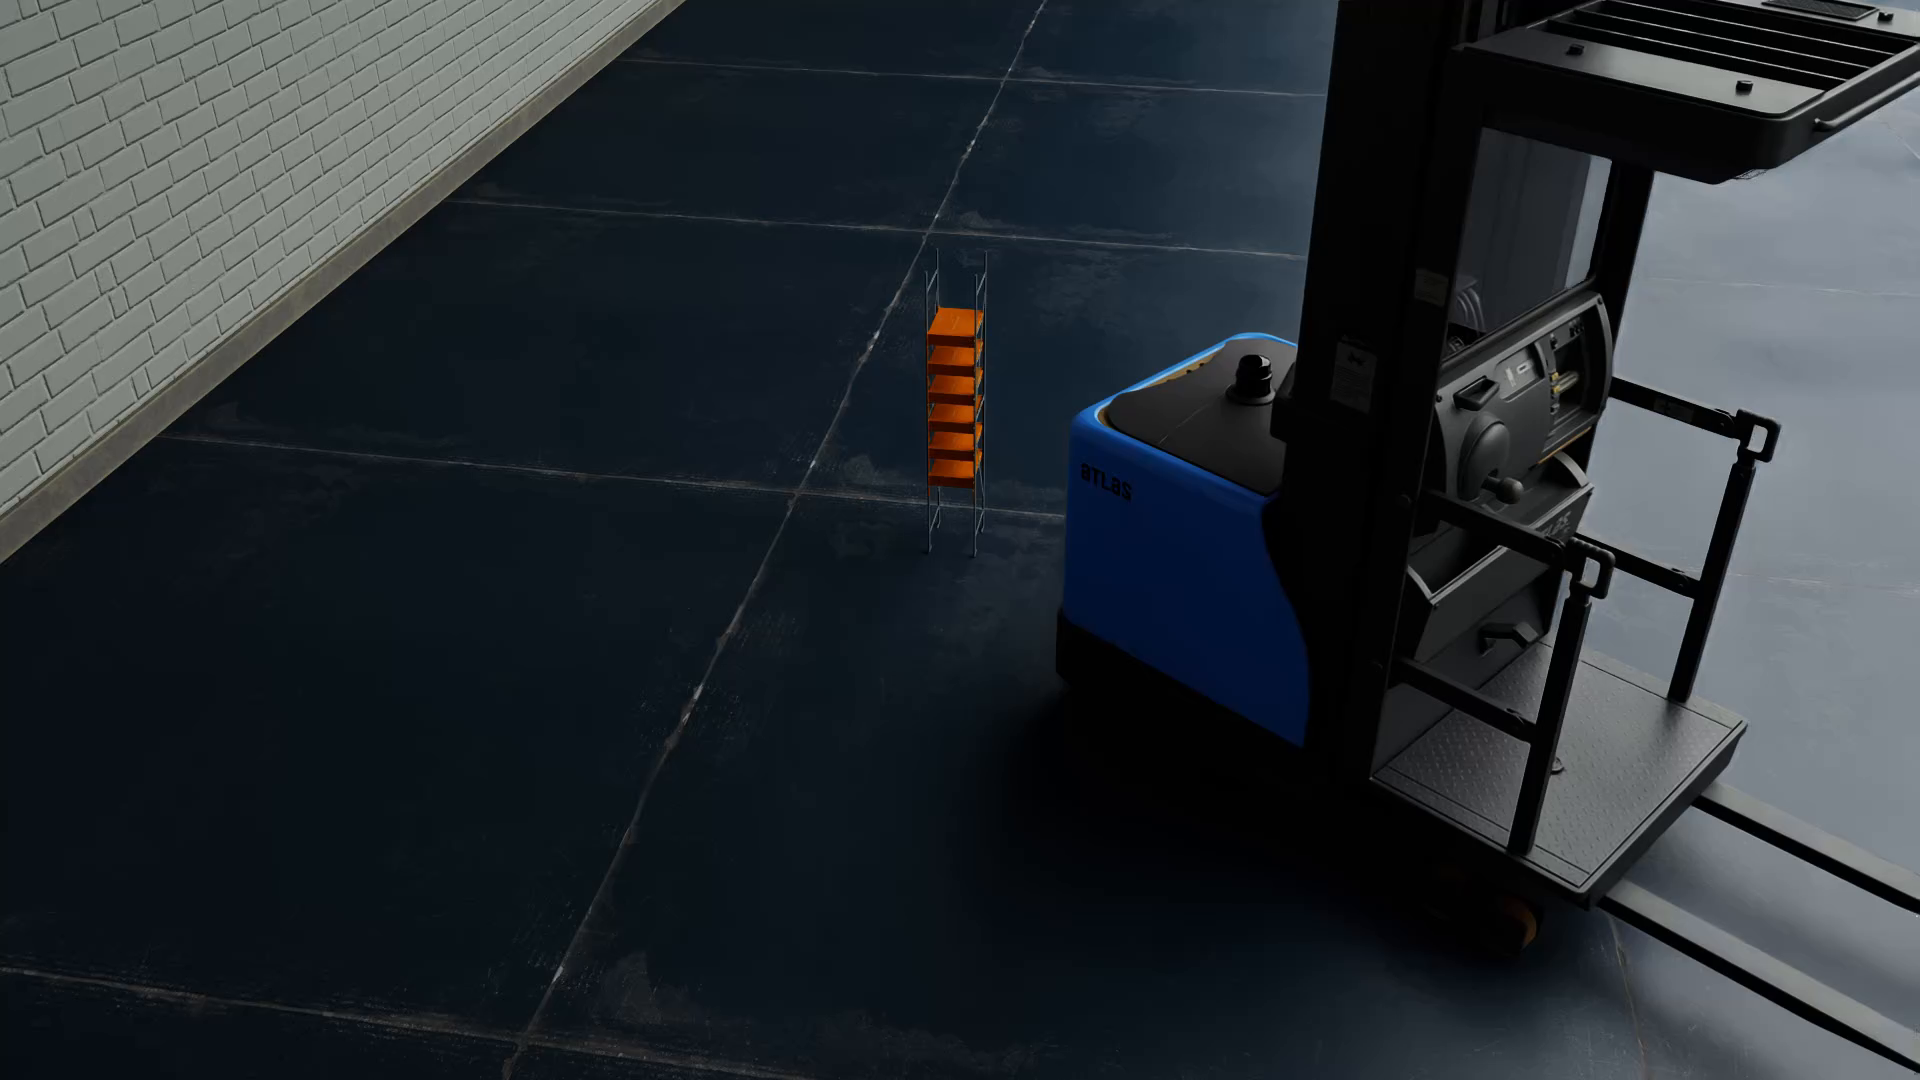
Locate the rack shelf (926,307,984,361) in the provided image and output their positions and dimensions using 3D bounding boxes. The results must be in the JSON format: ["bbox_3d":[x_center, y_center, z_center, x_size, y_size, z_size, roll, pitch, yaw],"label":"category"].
[{"bbox_3d":[-0.014,-0.777,6.239,0.180,0.103,0.258,5,32,8],"label":"rack shelf"}]

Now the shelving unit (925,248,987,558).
[{"bbox_3d":[-0.014,-0.510,6.407,0.189,1.200,0.258,5,32,8],"label":"shelving unit"}]

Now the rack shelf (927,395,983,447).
[{"bbox_3d":[-0.014,-0.472,6.430,0.180,0.103,0.258,5,32,8],"label":"rack shelf"}]

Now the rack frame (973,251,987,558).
[{"bbox_3d":[0.076,-0.502,6.394,0.006,1.200,0.240,5,32,8],"label":"rack frame"}]

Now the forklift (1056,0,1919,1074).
[{"bbox_3d":[1.733,-0.357,4.531,1.130,2.935,3.031,-28,41,-37],"label":"forklift"}]

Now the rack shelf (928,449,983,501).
[{"bbox_3d":[-0.014,-0.269,6.558,0.180,0.103,0.258,5,32,8],"label":"rack shelf"}]

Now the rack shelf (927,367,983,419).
[{"bbox_3d":[-0.014,-0.574,6.367,0.180,0.103,0.258,5,32,8],"label":"rack shelf"}]

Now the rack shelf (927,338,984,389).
[{"bbox_3d":[-0.014,-0.676,6.303,0.180,0.103,0.258,5,32,8],"label":"rack shelf"}]

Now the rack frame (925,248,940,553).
[{"bbox_3d":[-0.104,-0.518,6.420,0.006,1.200,0.240,5,32,8],"label":"rack frame"}]

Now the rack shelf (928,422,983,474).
[{"bbox_3d":[-0.014,-0.370,6.494,0.180,0.103,0.258,5,32,8],"label":"rack shelf"}]
